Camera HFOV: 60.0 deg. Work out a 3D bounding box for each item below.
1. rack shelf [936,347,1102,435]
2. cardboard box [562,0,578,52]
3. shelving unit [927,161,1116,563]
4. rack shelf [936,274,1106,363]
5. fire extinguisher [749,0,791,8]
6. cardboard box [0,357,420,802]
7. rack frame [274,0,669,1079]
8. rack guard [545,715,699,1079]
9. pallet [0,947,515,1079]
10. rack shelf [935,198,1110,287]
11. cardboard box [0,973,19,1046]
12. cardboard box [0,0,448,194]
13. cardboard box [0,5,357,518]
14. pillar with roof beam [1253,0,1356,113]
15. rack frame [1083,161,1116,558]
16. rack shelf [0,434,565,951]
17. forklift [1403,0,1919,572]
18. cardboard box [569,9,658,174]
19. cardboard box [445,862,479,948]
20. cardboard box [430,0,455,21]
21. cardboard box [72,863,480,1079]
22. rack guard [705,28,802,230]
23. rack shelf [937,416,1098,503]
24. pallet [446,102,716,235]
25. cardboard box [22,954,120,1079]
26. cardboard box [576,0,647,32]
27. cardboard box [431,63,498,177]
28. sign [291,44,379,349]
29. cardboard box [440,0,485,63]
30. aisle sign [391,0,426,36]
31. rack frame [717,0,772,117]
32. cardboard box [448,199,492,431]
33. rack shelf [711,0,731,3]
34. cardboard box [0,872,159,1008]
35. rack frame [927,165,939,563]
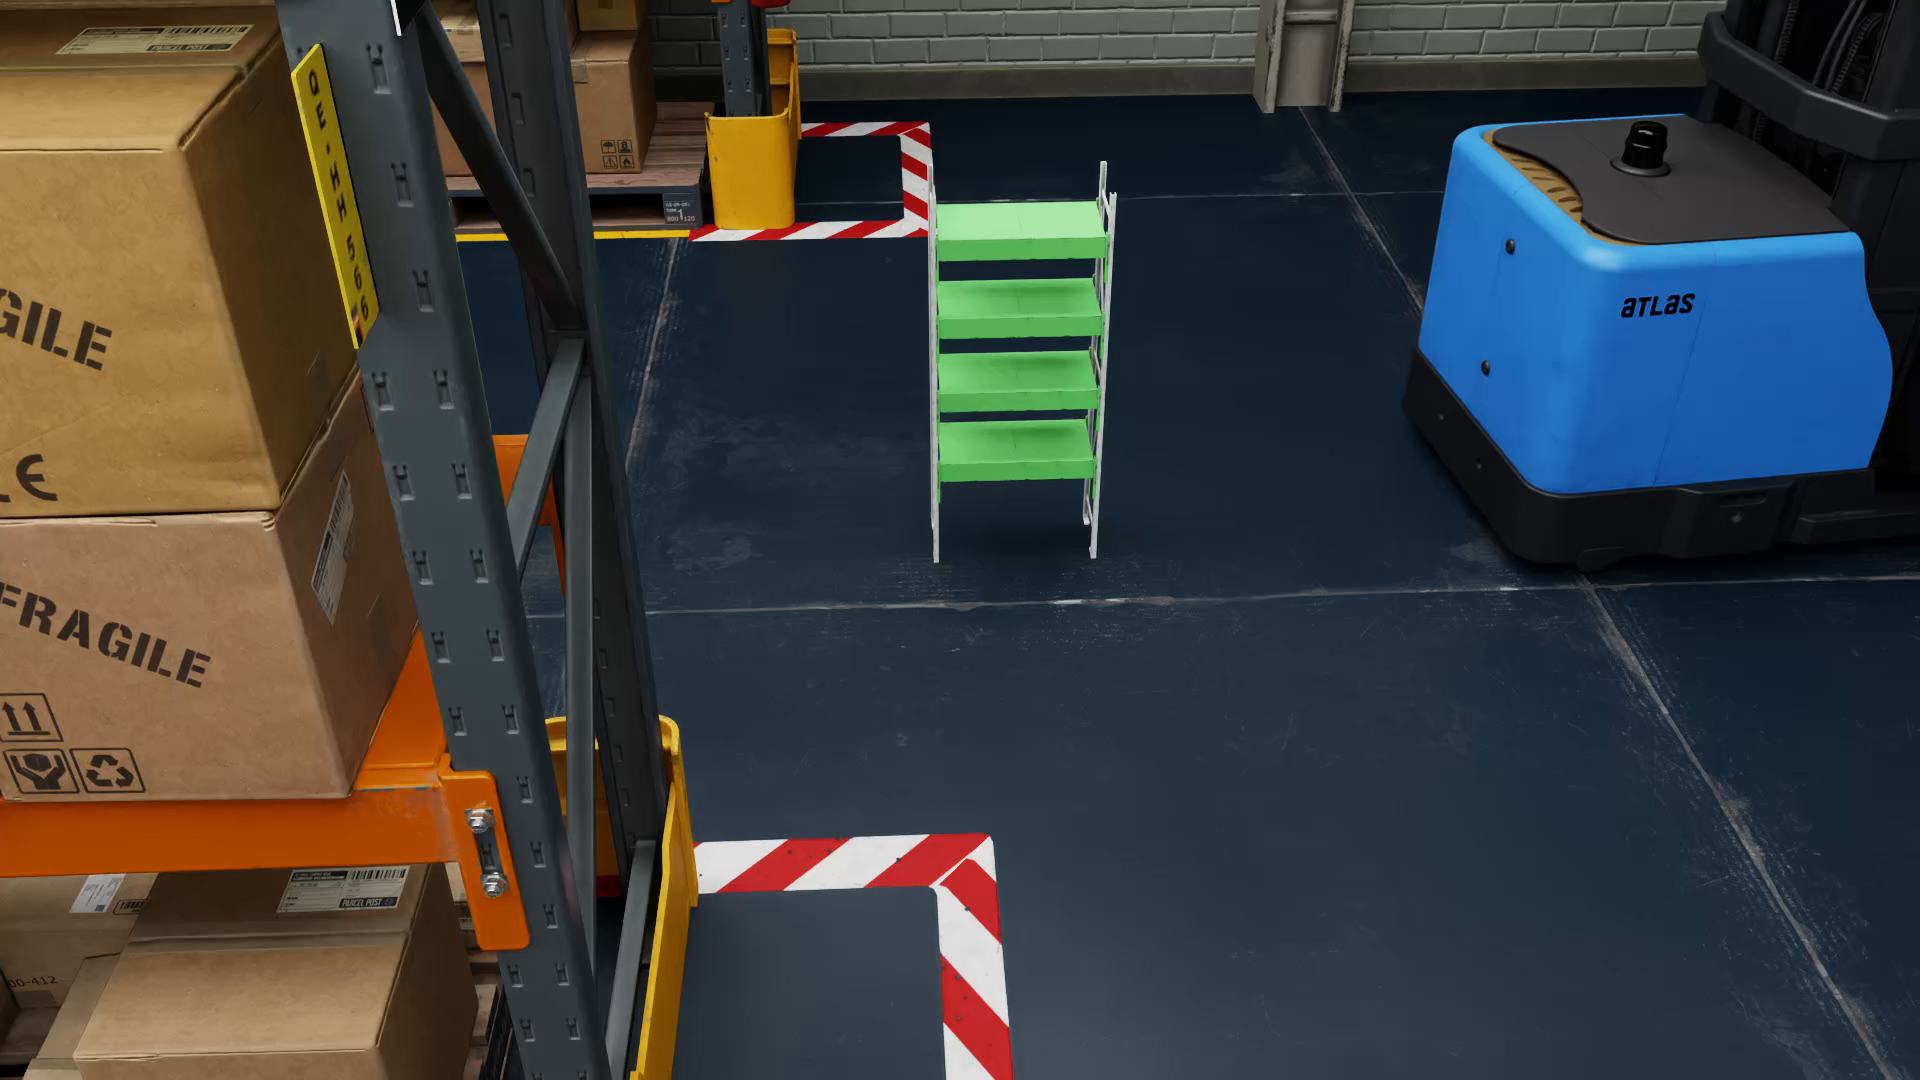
[{"bbox_3d":[0.165,-0.445,4.951,0.480,0.148,0.258,-2,35,-2],"label":"rack shelf"},{"bbox_3d":[-1.757,-2.135,6.957,0.250,0.149,0.380,-2,35,-3],"label":"cardboard box"},{"bbox_3d":[0.165,-0.498,4.915,0.503,1.200,0.258,-2,35,-2],"label":"shelving unit"},{"bbox_3d":[0.165,-0.643,4.815,0.480,0.148,0.258,-2,35,-2],"label":"rack shelf"},{"bbox_3d":[-0.771,-2.463,6.569,0.183,0.674,0.296,-2,35,-2],"label":"fire extinguisher"},{"bbox_3d":[-1.140,0.035,2.476,0.500,0.500,0.500,-1,35,-1],"label":"cardboard box"},{"bbox_3d":[-0.705,-0.091,2.745,0.127,3.000,1.000,-2,35,-2],"label":"rack frame"},{"bbox_3d":[-0.781,0.939,3.454,0.348,0.500,1.175,-2,35,-2],"label":"rack guard"},{"bbox_3d":[-1.577,1.080,3.504,1.213,0.211,1.003,-2,35,-2],"label":"pallet"},{"bbox_3d":[0.165,-0.840,4.678,0.480,0.148,0.258,-2,35,-2],"label":"rack shelf"},{"bbox_3d":[-2.187,1.022,3.167,0.500,0.250,0.500,-2,35,-2],"label":"cardboard box"},{"bbox_3d":[-1.161,-0.681,2.632,0.500,0.500,0.500,-1,35,-1],"label":"cardboard box"},{"bbox_3d":[-1.137,-0.375,2.189,0.500,0.500,0.500,-2,35,-3],"label":"cardboard box"},{"bbox_3d":[1.917,-3.491,2.386,0.400,9.000,9.100,-2,35,-2],"label":"pillar with roof beam"},{"bbox_3d":[0.409,-0.504,4.924,0.015,1.200,0.240,-2,35,-2],"label":"rack frame"},{"bbox_3d":[-2.703,0.259,2.872,4.000,0.370,1.077,-2,35,-2],"label":"rack shelf"},{"bbox_3d":[3.106,-1.494,4.833,3.031,2.935,1.130,-5,35,-7],"label":"forklift"},{"bbox_3d":[-1.638,-1.976,7.296,0.500,0.500,0.700,-2,35,-2],"label":"cardboard box"},{"bbox_3d":[-1.140,0.717,3.697,0.250,0.149,0.380,-2,35,-2],"label":"cardboard box"},{"bbox_3d":[-2.278,-2.339,7.251,0.250,0.149,0.380,-1,35,-2],"label":"cardboard box"},{"bbox_3d":[-1.236,0.911,3.108,0.500,0.500,0.500,-2,35,-2],"label":"cardboard box"},{"bbox_3d":[-0.919,-1.879,7.526,0.348,0.500,1.175,-2,35,-2],"label":"rack guard"},{"bbox_3d":[0.165,-0.248,5.088,0.480,0.148,0.258,-2,35,-2],"label":"rack shelf"},{"bbox_3d":[-1.738,-1.694,7.512,1.213,0.211,1.003,-2,35,-2],"label":"pallet"},{"bbox_3d":[-1.645,1.008,3.261,0.250,0.166,0.380,-2,35,-2],"label":"cardboard box"},{"bbox_3d":[-1.522,-2.359,7.281,0.250,0.149,0.380,-1,35,-2],"label":"cardboard box"},{"bbox_3d":[-2.138,-1.962,7.277,0.500,0.500,0.700,-2,35,-2],"label":"cardboard box"},{"bbox_3d":[-0.699,-0.381,1.869,0.005,0.325,0.100,-2,35,-2],"label":"sign"},{"bbox_3d":[-2.013,-2.128,6.946,0.250,0.149,0.380,-1,35,-1],"label":"cardboard box"},{"bbox_3d":[-0.622,-0.987,1.756,0.004,0.787,0.394,-2,35,-2],"label":"aisle sign"},{"bbox_3d":[-0.943,-2.906,6.814,0.127,3.000,1.000,-2,35,-2],"label":"rack frame"},{"bbox_3d":[-1.161,-0.270,2.916,0.500,0.500,0.500,-1,35,-1],"label":"cardboard box"},{"bbox_3d":[-2.941,-2.557,6.941,4.000,0.370,1.077,-2,35,-2],"label":"rack shelf"},{"bbox_3d":[-1.761,0.726,3.595,0.500,0.250,0.500,-2,35,-2],"label":"cardboard box"},{"bbox_3d":[-0.078,-0.491,4.905,0.015,1.200,0.240,-2,35,-2],"label":"rack frame"}]
